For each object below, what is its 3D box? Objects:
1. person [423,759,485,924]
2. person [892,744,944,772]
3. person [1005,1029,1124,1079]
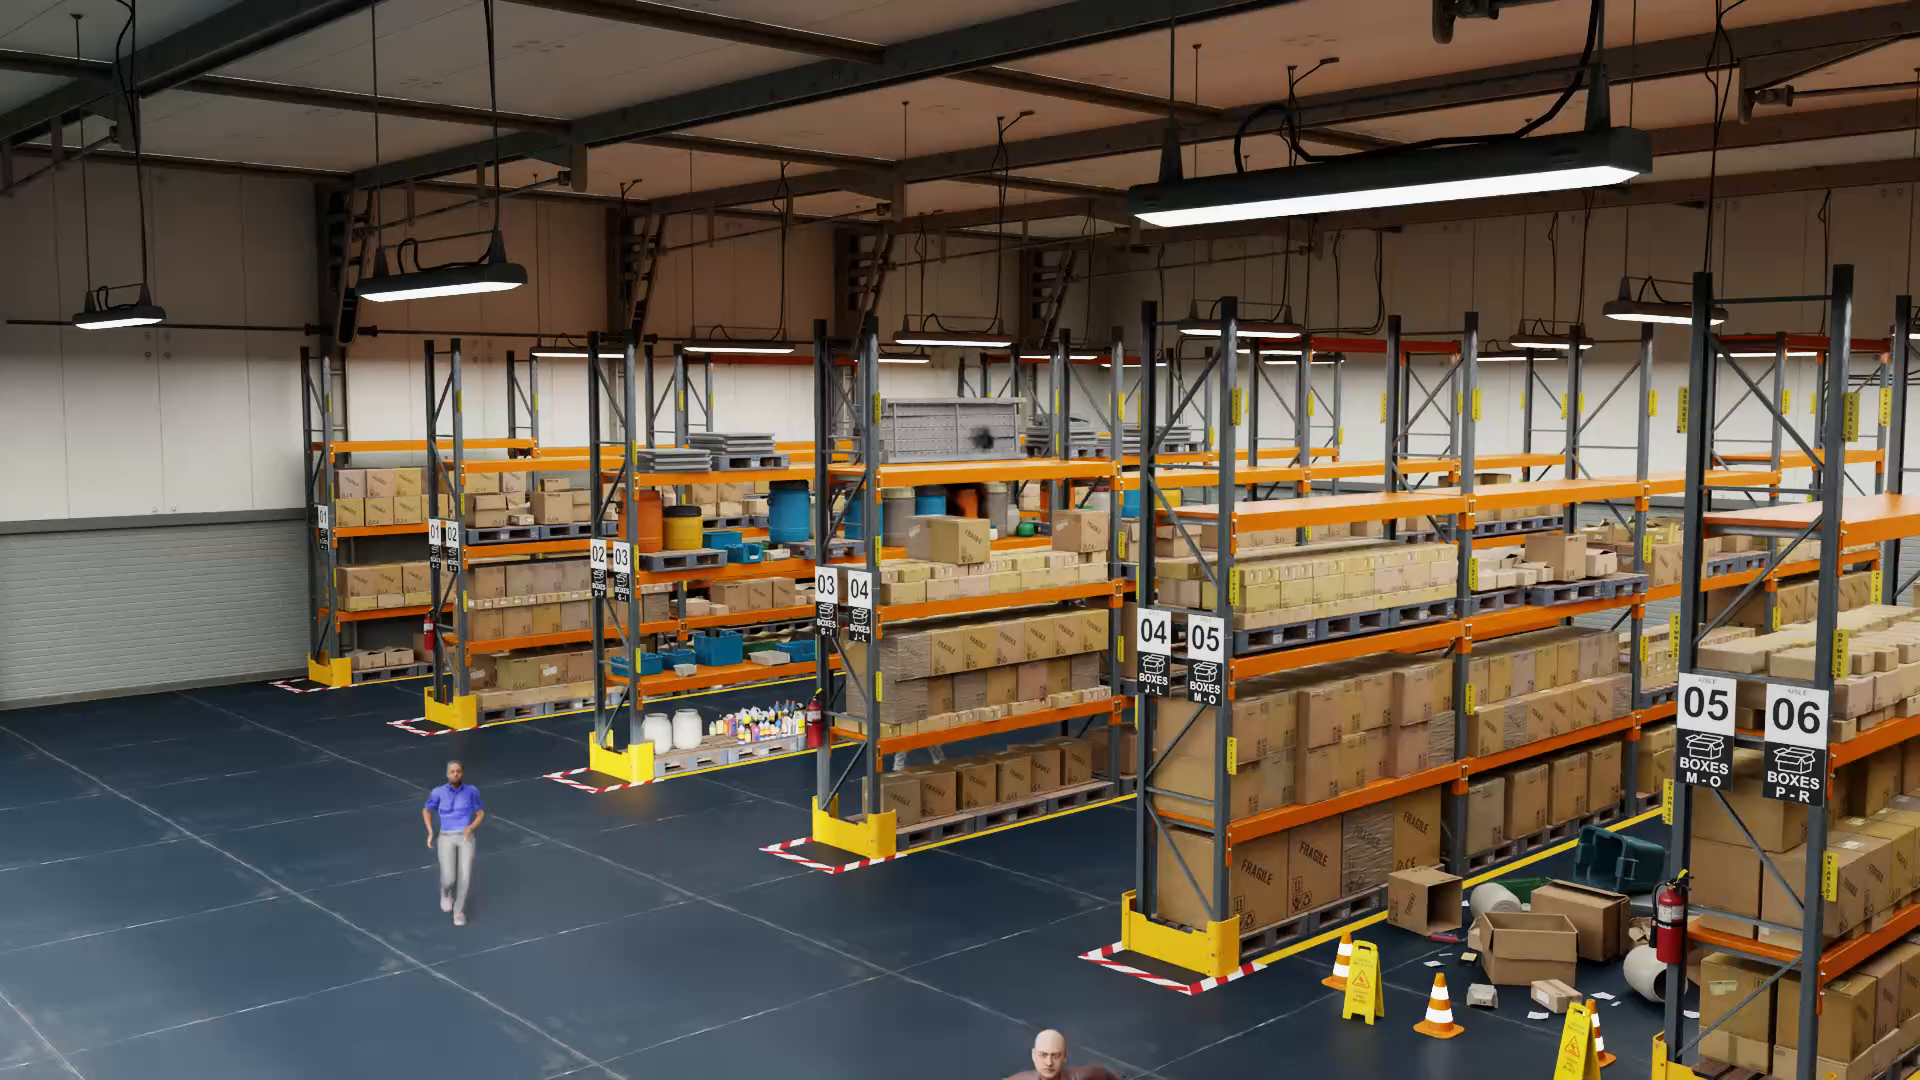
[{"bbox_3d":[-4.900,2.993,16.159,0.571,1.516,0.552,-2,5,-21],"label":"person"},{"bbox_3d":[-0.592,2.296,22.220,0.676,1.800,0.934,4,7,41],"label":"person"},{"bbox_3d":[0.545,3.496,9.035,0.759,1.727,0.793,1,5,7],"label":"person"}]
